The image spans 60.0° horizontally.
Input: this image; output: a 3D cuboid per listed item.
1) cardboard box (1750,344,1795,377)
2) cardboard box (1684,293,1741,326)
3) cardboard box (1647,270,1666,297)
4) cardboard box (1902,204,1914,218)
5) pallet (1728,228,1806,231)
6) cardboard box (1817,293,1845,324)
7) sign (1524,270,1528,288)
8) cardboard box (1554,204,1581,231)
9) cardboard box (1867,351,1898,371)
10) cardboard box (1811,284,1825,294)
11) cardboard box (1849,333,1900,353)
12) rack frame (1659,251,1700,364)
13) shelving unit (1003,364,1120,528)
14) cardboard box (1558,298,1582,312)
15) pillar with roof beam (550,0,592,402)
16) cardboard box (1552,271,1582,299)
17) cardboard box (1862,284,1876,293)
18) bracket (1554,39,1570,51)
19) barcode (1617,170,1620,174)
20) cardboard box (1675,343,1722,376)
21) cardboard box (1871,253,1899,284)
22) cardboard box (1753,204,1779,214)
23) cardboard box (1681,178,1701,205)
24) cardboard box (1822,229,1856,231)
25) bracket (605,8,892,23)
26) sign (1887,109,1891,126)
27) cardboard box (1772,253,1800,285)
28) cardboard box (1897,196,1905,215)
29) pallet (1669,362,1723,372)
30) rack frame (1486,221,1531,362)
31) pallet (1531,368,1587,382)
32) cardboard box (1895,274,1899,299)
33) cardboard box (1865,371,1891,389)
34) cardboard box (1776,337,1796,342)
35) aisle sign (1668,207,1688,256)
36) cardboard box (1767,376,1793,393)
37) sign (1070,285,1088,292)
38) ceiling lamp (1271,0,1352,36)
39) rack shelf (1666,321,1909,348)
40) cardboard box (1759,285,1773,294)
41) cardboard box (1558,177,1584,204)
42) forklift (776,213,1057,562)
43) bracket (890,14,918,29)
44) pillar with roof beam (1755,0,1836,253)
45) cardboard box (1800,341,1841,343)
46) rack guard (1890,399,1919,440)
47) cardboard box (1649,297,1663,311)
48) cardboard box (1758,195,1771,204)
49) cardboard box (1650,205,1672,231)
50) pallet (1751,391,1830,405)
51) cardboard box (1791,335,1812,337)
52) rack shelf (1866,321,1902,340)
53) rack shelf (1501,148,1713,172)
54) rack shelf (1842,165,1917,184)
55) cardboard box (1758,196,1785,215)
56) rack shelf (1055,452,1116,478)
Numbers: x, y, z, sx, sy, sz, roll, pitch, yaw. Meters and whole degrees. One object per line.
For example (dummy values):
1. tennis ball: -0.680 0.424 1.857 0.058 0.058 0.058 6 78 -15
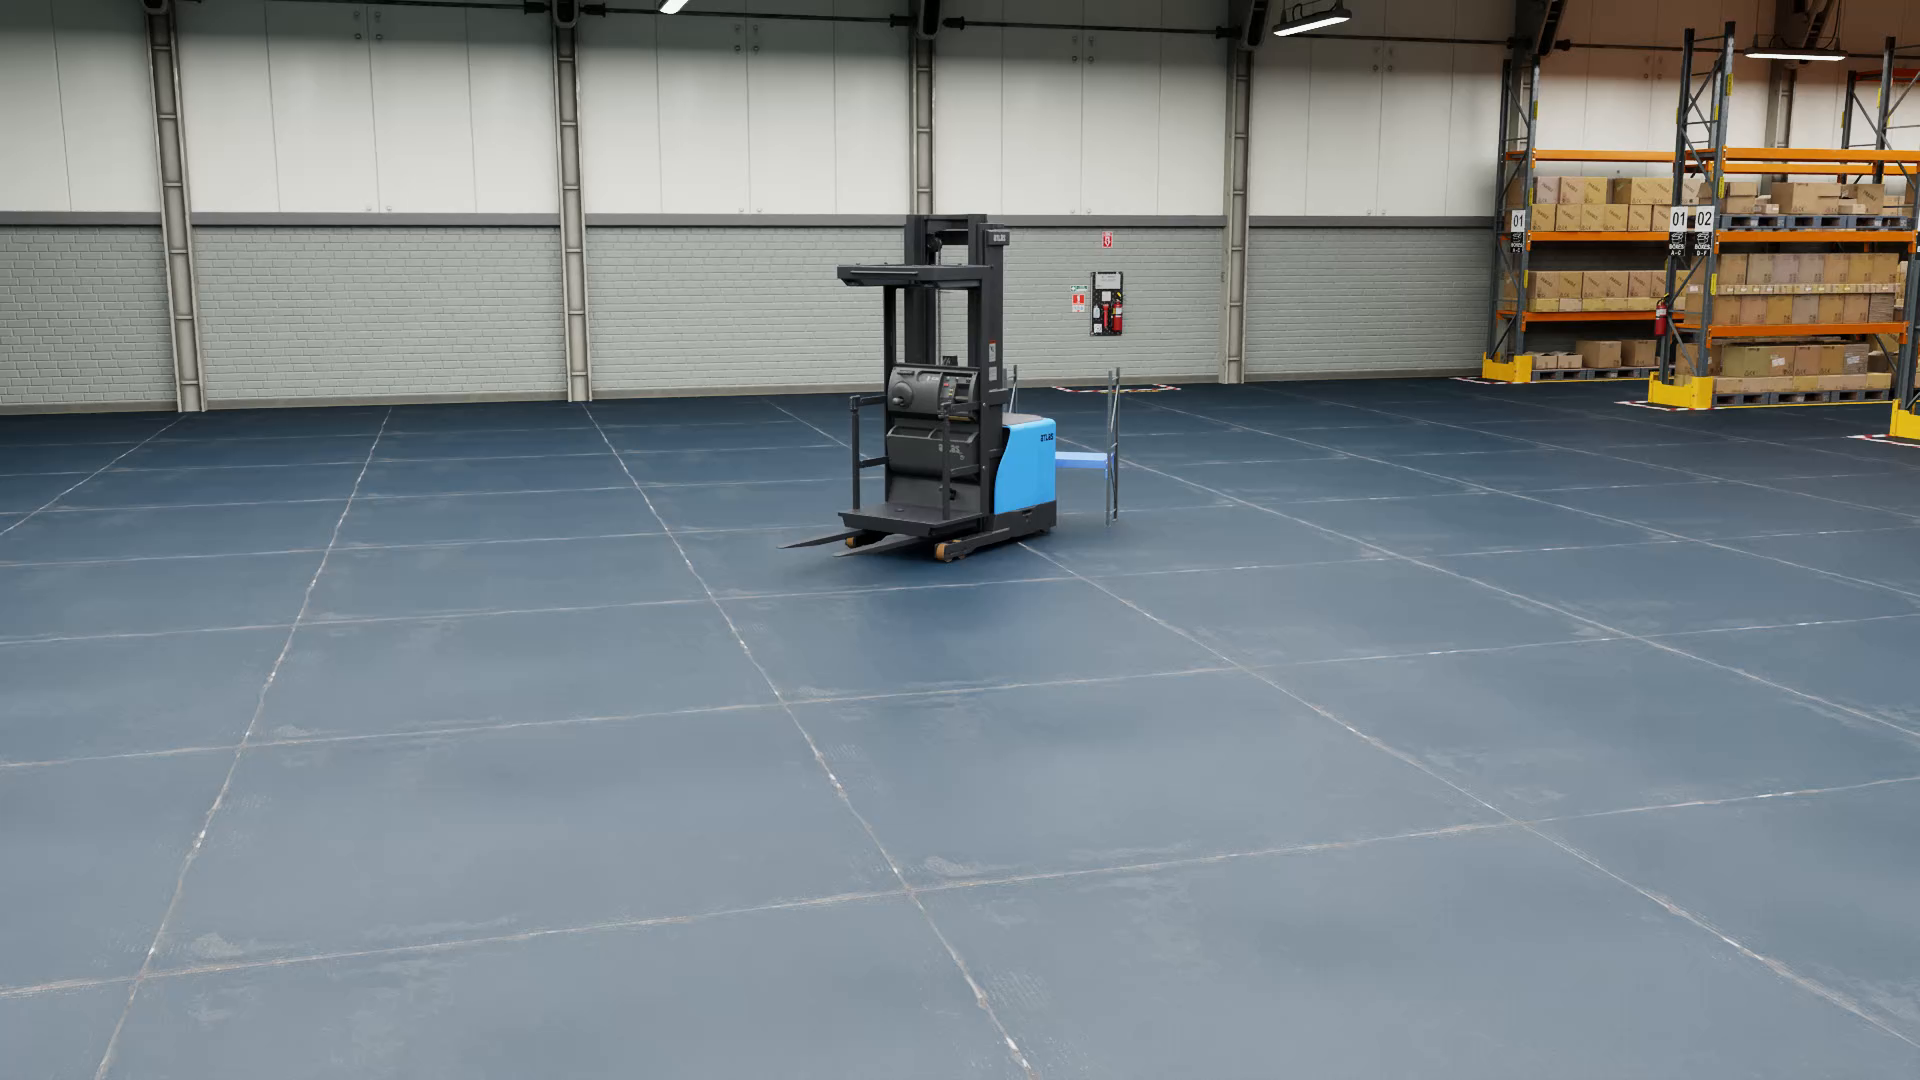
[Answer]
1. cardboard box: 13.359 -2.960 27.406 0.500 0.500 0.500 -3 11 -16
2. cardboard box: 12.278 -3.766 27.144 0.500 0.500 0.700 -3 11 -16
3. cardboard box: 13.433 -4.959 32.192 0.500 0.500 0.500 -3 11 -16
4. cardboard box: 16.261 -5.535 28.001 0.500 0.250 0.500 -2 11 -10
5. pallet: 15.896 -6.207 32.916 1.003 0.211 1.213 -3 11 -16
6. cardboard box: 14.255 -3.871 27.714 0.500 0.500 0.700 -3 11 -15
7. sign: 10.590 -4.888 31.123 0.005 0.325 0.100 -3 11 -16
8. cardboard box: 11.354 -6.085 31.401 0.500 0.500 0.500 -2 11 -12
9. cardboard box: 15.975 -3.098 28.679 0.500 0.311 0.500 -3 11 -16
10. cardboard box: 13.992 -4.137 27.368 0.250 0.149 0.380 -3 11 -14
11. cardboard box: 18.862 -4.125 34.148 0.750 0.750 0.750 -3 11 -17
12. rack frame: 14.278 -4.758 32.813 0.127 3.000 1.000 -3 11 -16
13. shelving unit: 0.978 -0.919 16.100 1.048 1.500 0.538 3 11 14
14. cardboard box: 11.490 -4.490 31.716 0.500 0.250 0.500 -3 11 -18
15. pillar with roof beam: -5.211 -6.033 23.167 0.548 9.000 9.100 -3 11 -16
16. cardboard box: 11.457 -4.856 31.631 0.500 0.500 0.500 -3 11 -16
17. cardboard box: 14.977 -4.189 27.651 0.250 0.149 0.380 -3 11 -18
18. bracket: 11.366 -9.422 31.633 0.430 0.232 0.235 -3 11 -16
19. barcode: 12.824 -7.172 32.393 0.075 0.075 0.001 -3 11 -16
20. cardboard box: 12.258 -2.997 27.608 0.500 0.500 0.500 -3 11 -16
21. cardboard box: 15.242 -4.561 27.882 0.500 0.500 0.700 -3 11 -16
22. cardboard box: 13.005 -5.351 26.894 0.250 0.149 0.380 -3 11 -16
23. cardboard box: 13.873 -6.712 32.046 0.500 0.500 0.500 -4 11 -21
24. cardboard box: 17.503 -6.319 33.194 0.500 0.311 0.500 -3 11 -16
25. bracket: -3.443 -8.641 27.393 4.783 0.066 0.076 -3 11 -16
26. sign: 18.280 -8.316 32.768 0.005 0.325 0.100 -3 11 -16
27. cardboard box: 13.316 -4.460 27.330 0.500 0.500 0.700 -3 11 -16
28. cardboard box: 19.062 -6.772 33.975 0.500 0.500 0.700 -4 11 -19
29. pallet: 15.025 -3.427 33.281 1.213 0.211 1.003 -3 11 -16
30. rack frame: 10.438 -4.556 31.714 0.127 3.000 1.000 -3 11 -16
31. pallet: 11.301 -3.223 32.177 1.213 0.211 1.003 -3 11 -16
32. cardboard box: 18.657 -5.146 33.767 0.500 0.500 0.500 -3 11 -14
33. cardboard box: 15.282 -2.690 28.014 0.500 0.250 0.500 -3 11 -16
34. cardboard box: 16.446 -3.867 33.657 0.500 0.500 0.700 -3 11 -16
35. aisle sign: 11.681 -5.021 27.061 0.004 0.787 0.394 -3 11 -16
36. cardboard box: 13.362 -2.589 27.463 0.500 0.250 0.500 -3 11 -16
37. sign: 2.171 -4.587 30.317 0.331 0.109 0.001 -3 11 -16
38. ceiling lamp: 5.077 -9.322 24.912 0.800 3.185 2.000 -3 11 -16
39. rack shelf: 13.746 -3.443 27.652 4.000 0.370 1.077 -3 11 -16
40. cardboard box: 12.998 -4.084 27.083 0.250 0.149 0.380 -3 11 -17
41. cardboard box: 11.371 -6.576 31.307 0.500 0.500 0.500 -3 11 -17
42. forklift: -0.365 -1.350 14.488 1.130 2.935 3.031 7 13 35
43. bracket: -0.953 -8.773 28.106 0.430 0.232 0.235 -3 11 -16
44. pillar with roof beam: 17.832 -7.248 29.764 0.548 9.000 9.100 -3 11 -16
45. cardboard box: 14.656 -3.125 28.303 0.500 0.500 0.500 -3 11 -16
46. rack guard: 13.267 -1.617 22.650 0.348 0.500 1.175 -3 11 -16
47. cardboard box: 13.428 -4.594 32.279 0.500 0.250 0.500 -3 11 -16
48. cardboard box: 13.392 -5.534 27.441 0.500 0.311 0.500 -2 11 -9
49. cardboard box: 13.373 -6.201 32.031 0.500 0.500 0.500 -4 11 -21
50. pallet: 13.718 -2.431 27.871 1.213 0.211 1.003 -3 11 -16
51. cardboard box: 16.877 -4.253 33.687 0.500 0.250 0.500 -3 11 -15
52. rack shelf: 17.587 -3.645 28.751 4.000 0.370 1.077 -3 11 -16
53. rack shelf: 12.358 -7.252 31.786 4.000 0.370 1.077 -3 11 -16
54. rack shelf: 20.039 -7.462 34.021 4.000 0.370 1.077 -3 11 -16
55. cardboard box: 16.010 -6.566 32.908 0.500 0.500 0.500 -3 11 -18
56. rack shelf: 0.978 -0.742 16.133 1.000 0.185 0.538 3 11 14
